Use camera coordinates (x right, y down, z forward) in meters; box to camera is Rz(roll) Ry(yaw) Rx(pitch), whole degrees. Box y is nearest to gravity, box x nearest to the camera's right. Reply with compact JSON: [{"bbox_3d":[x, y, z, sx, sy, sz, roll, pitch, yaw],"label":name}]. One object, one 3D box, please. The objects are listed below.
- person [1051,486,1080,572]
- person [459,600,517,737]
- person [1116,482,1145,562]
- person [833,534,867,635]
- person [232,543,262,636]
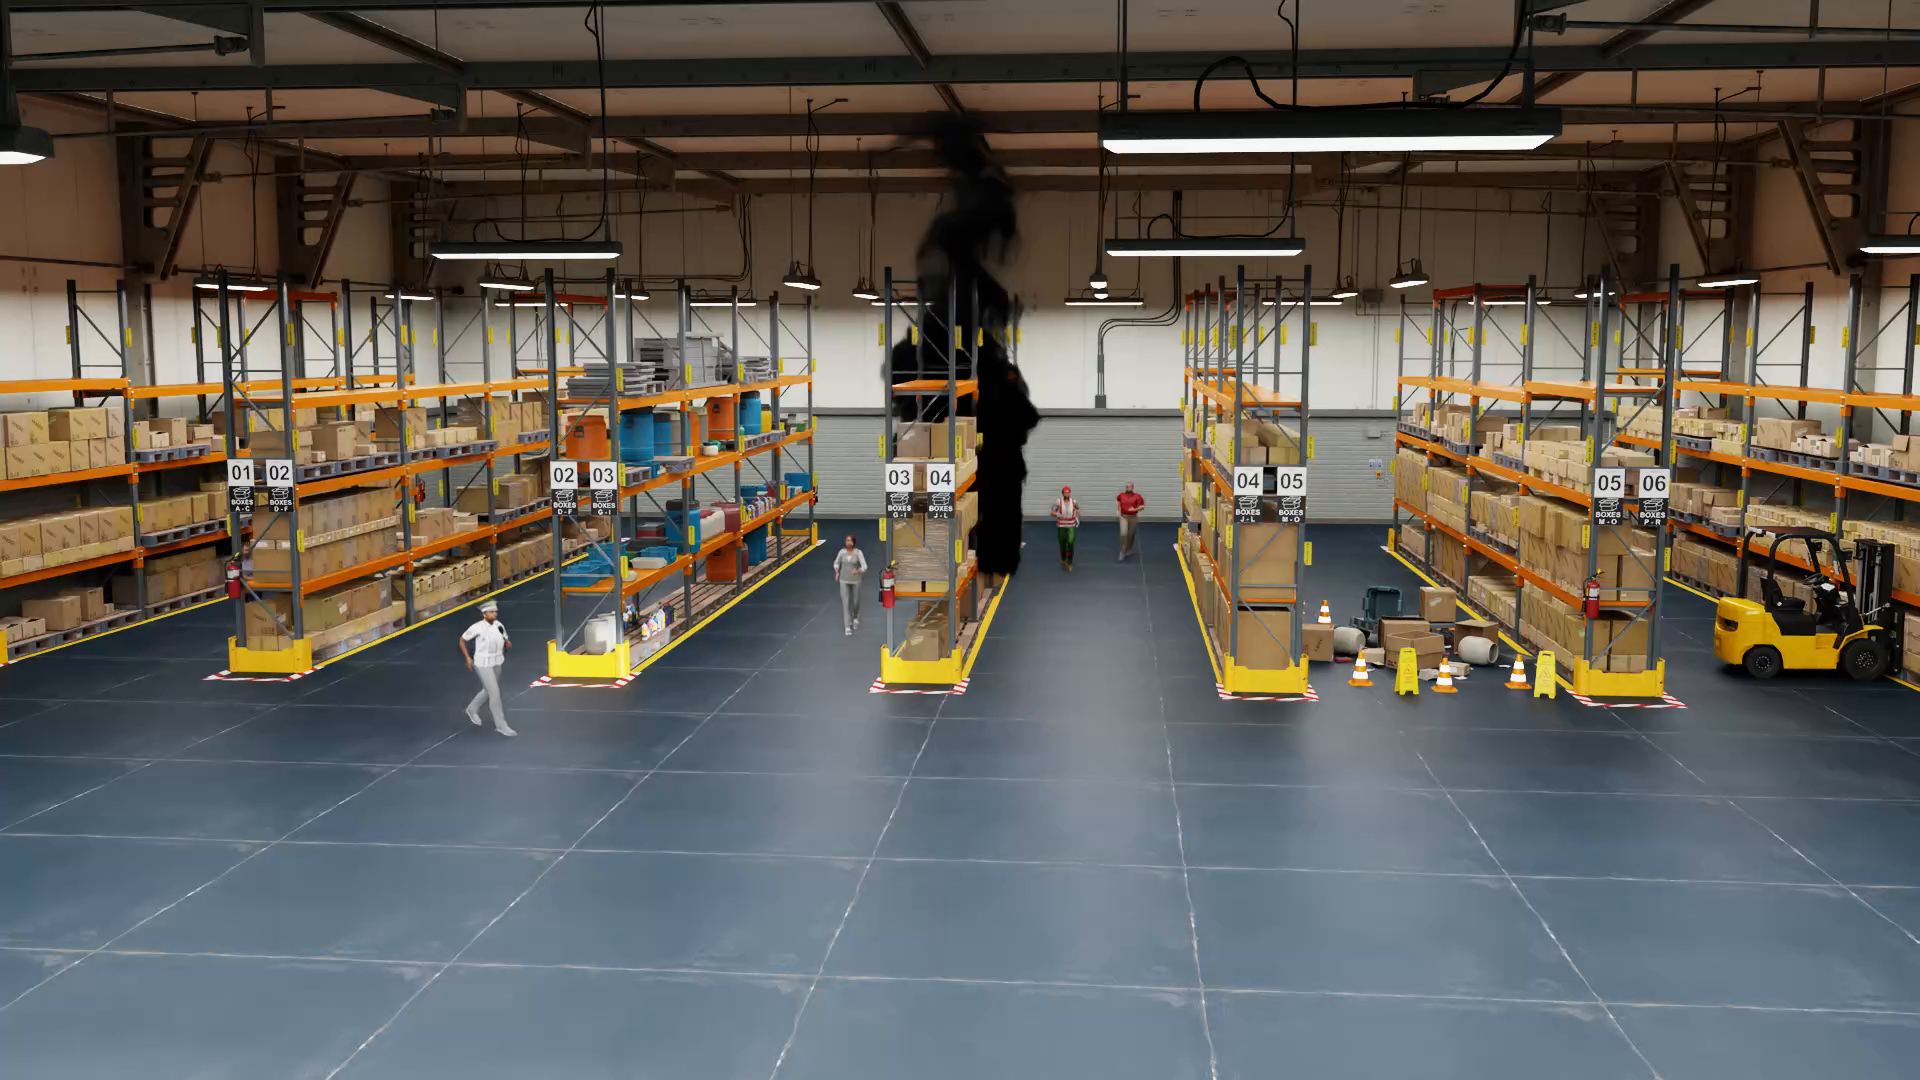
[{"bbox_3d":[2.282,-0.254,36.050,0.633,1.840,0.795,0,7,3],"label":"person"},{"bbox_3d":[-5.964,1.592,21.020,0.915,1.697,0.567,4,8,30],"label":"person"},{"bbox_3d":[3.854,-0.433,37.676,0.660,1.767,0.881,1,7,8],"label":"person"},{"bbox_3d":[-1.766,0.696,26.652,0.547,1.575,0.702,0,7,2],"label":"person"},{"bbox_3d":[-11.609,0.904,27.135,0.579,1.706,0.764,0,7,-4],"label":"person"}]
